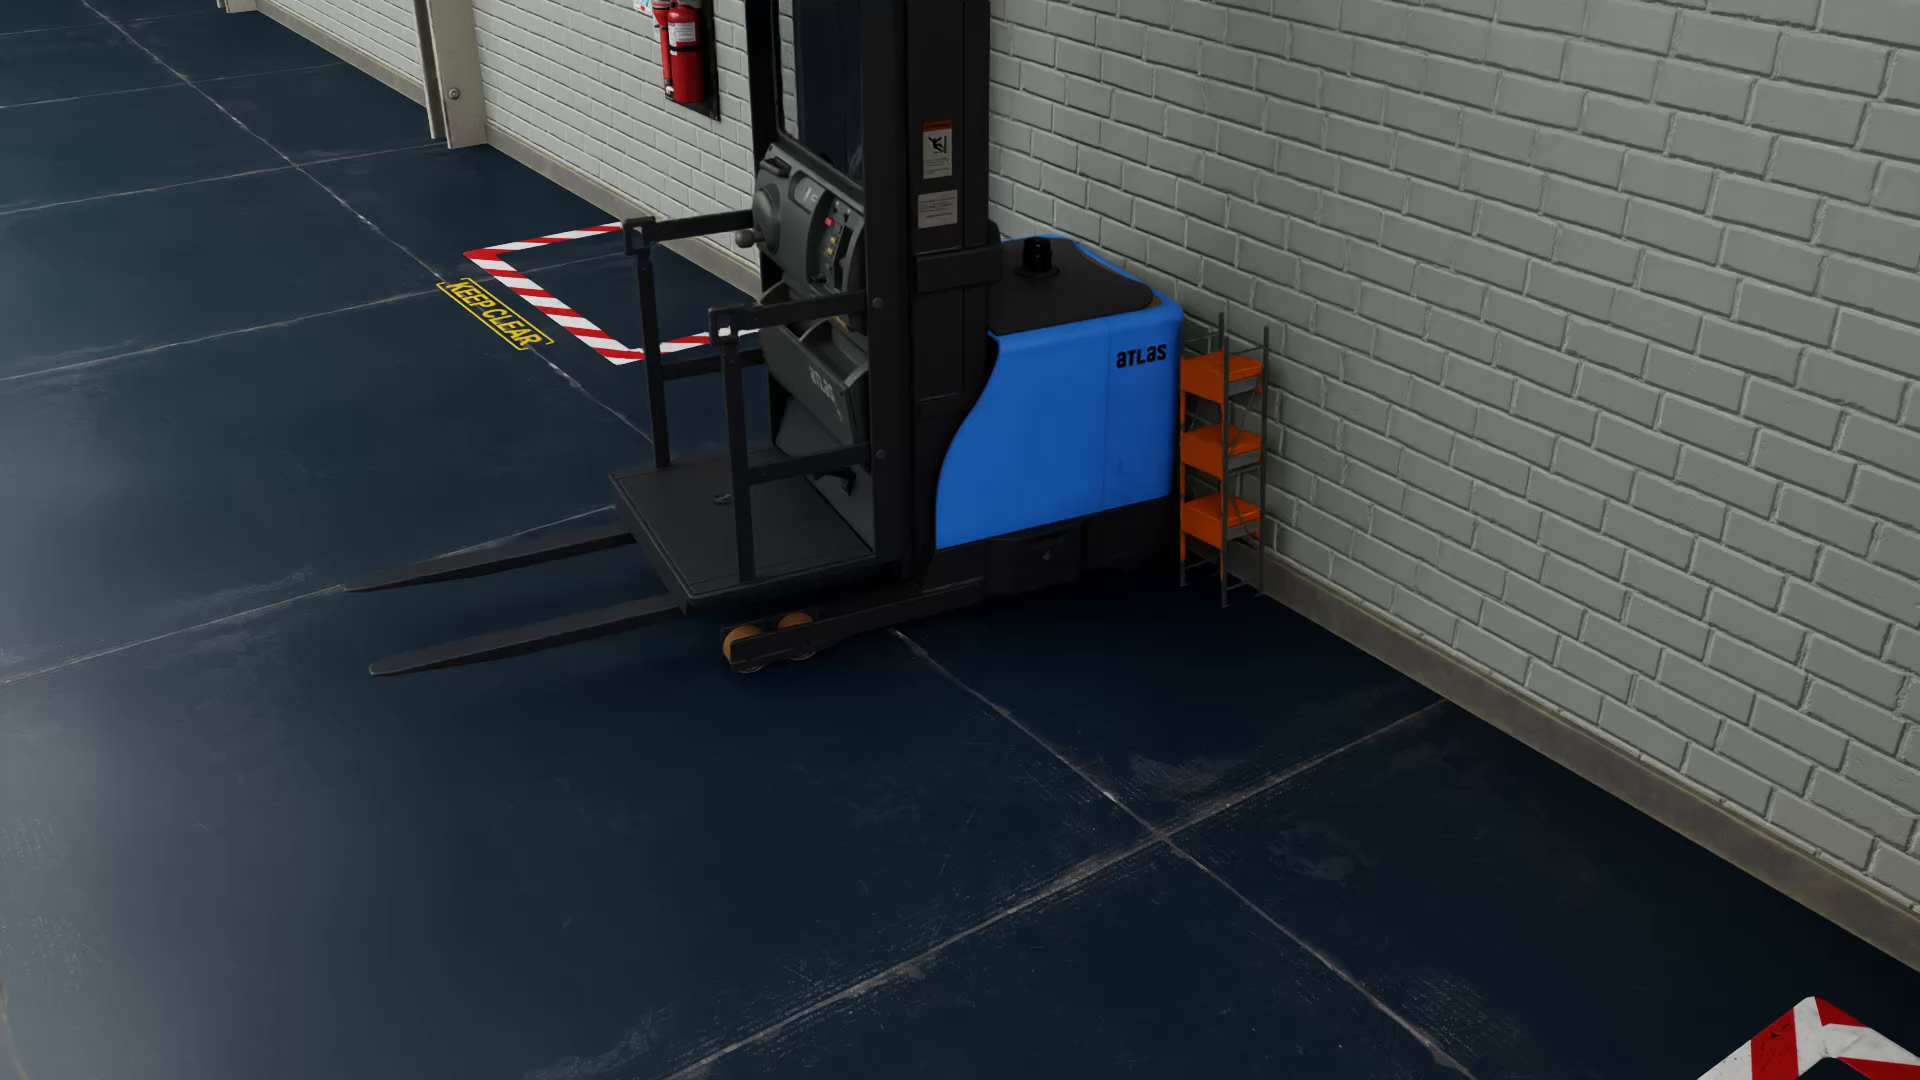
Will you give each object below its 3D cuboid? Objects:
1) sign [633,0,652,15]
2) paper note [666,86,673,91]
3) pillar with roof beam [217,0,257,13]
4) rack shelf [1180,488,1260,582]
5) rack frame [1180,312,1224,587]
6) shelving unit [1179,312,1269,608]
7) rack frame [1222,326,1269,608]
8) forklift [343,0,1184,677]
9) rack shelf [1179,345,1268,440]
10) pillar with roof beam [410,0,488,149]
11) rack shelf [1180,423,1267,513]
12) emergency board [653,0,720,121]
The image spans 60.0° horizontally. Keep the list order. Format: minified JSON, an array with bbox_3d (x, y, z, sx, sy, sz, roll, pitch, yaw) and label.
[{"bbox_3d":[-1.795,-3.135,9.342,0.001,0.329,0.234,-19,34,-31],"label":"sign"},{"bbox_3d":[-1.605,-2.577,9.274,0.016,0.148,0.142,-19,34,-31],"label":"paper note"},{"bbox_3d":[-10.624,-8.014,12.077,9.100,9.000,0.400,-19,34,-31],"label":"pillar with roof beam"},{"bbox_3d":[0.988,-0.025,6.273,0.215,0.259,0.240,-16,26,-28],"label":"rack shelf"},{"bbox_3d":[0.908,-0.327,6.256,0.200,1.050,0.008,-16,26,-28],"label":"rack frame"},{"bbox_3d":[0.973,-0.290,6.159,0.215,1.050,0.252,-16,26,-28],"label":"shelving unit"},{"bbox_3d":[1.038,-0.252,6.063,0.200,1.050,0.008,-16,26,-28],"label":"rack frame"},{"bbox_3d":[-0.715,-1.105,5.713,3.031,2.935,1.130,-13,31,-22],"label":"forklift"},{"bbox_3d":[0.959,-0.540,6.052,0.215,0.259,0.240,-16,26,-28],"label":"rack shelf"},{"bbox_3d":[-7.143,-5.682,7.783,9.100,9.000,0.400,-19,34,-31],"label":"pillar with roof beam"},{"bbox_3d":[0.974,-0.280,6.164,0.215,0.259,0.240,-16,26,-28],"label":"rack shelf"},{"bbox_3d":[-1.558,-2.876,8.902,0.194,1.169,0.643,-19,34,-31],"label":"emergency board"}]
